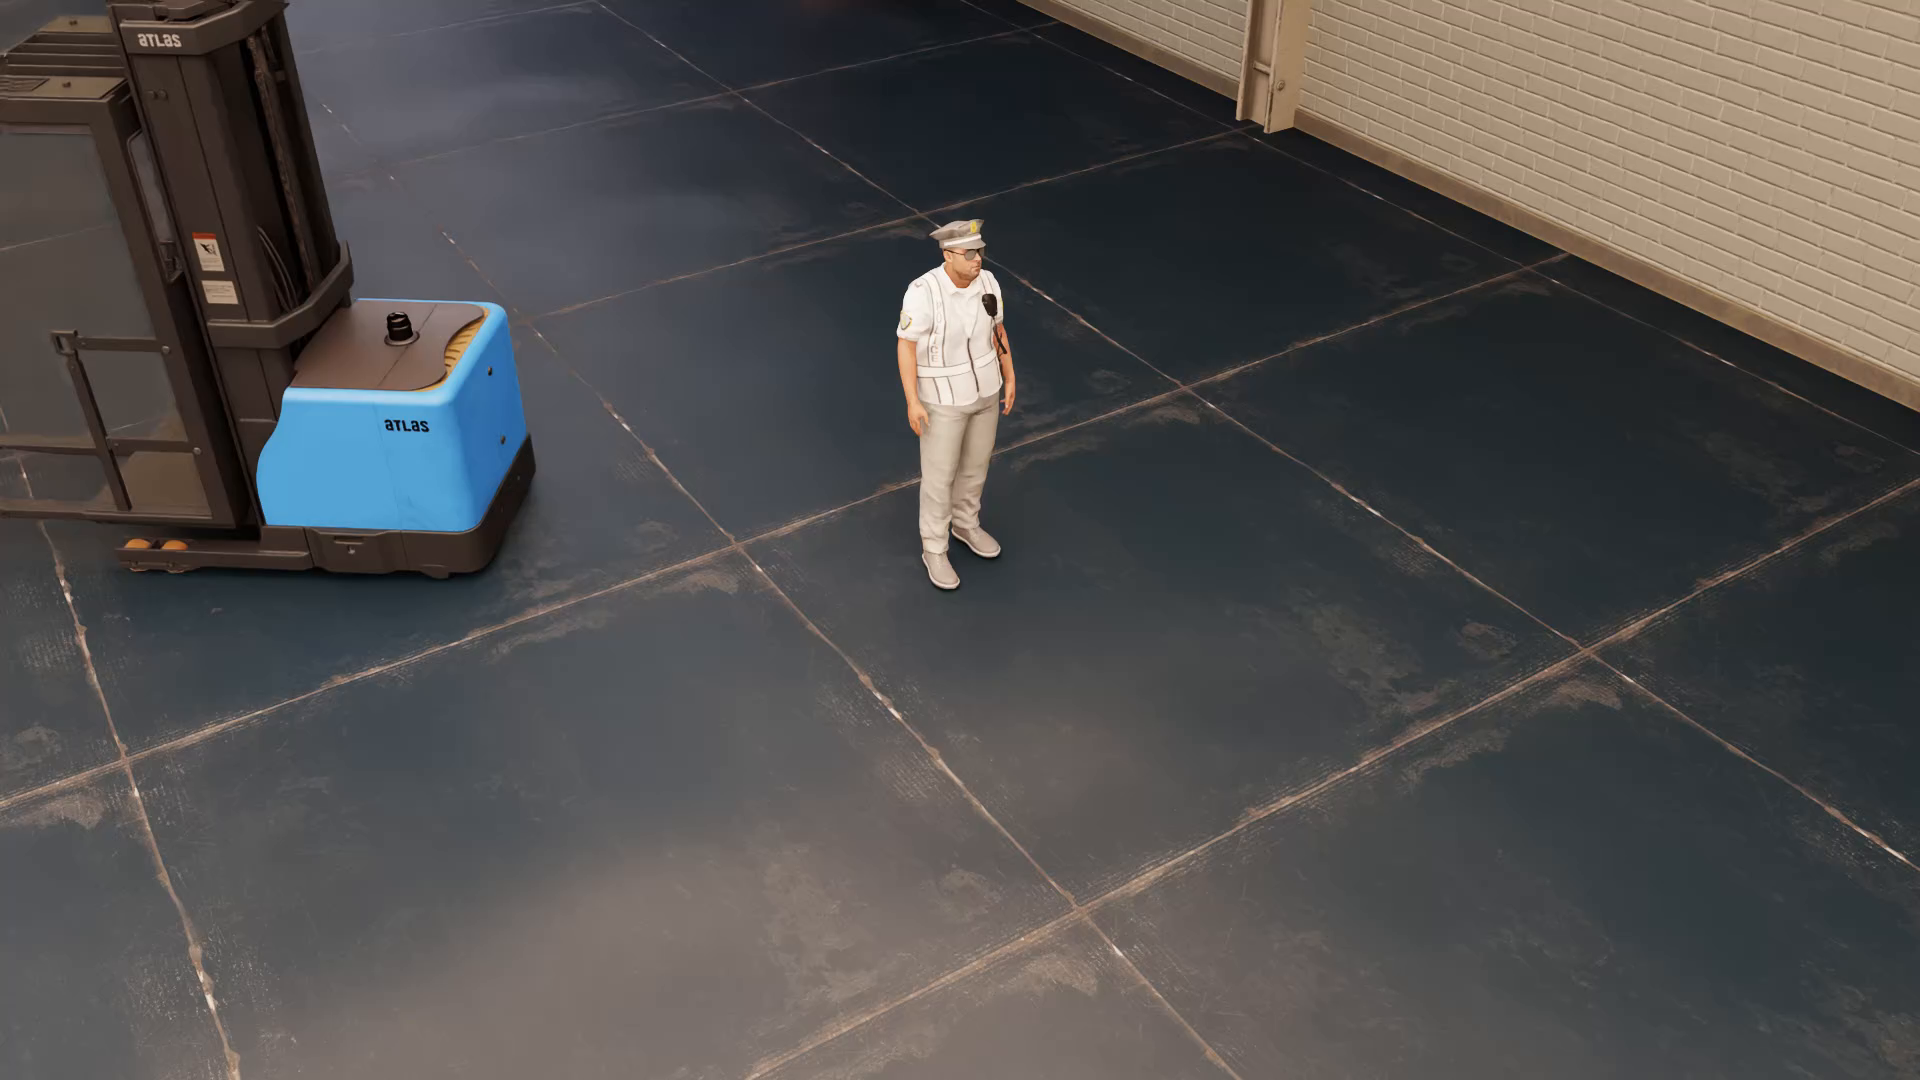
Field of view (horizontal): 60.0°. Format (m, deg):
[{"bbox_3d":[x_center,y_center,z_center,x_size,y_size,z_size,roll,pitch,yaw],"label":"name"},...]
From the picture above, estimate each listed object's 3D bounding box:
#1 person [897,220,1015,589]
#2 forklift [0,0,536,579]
[{"bbox_3d":[0.032,-0.694,8.122,0.640,1.781,0.575,-21,40,-27],"label":"person"},{"bbox_3d":[-3.862,-1.330,8.041,3.031,2.935,1.130,2,35,3],"label":"forklift"}]
